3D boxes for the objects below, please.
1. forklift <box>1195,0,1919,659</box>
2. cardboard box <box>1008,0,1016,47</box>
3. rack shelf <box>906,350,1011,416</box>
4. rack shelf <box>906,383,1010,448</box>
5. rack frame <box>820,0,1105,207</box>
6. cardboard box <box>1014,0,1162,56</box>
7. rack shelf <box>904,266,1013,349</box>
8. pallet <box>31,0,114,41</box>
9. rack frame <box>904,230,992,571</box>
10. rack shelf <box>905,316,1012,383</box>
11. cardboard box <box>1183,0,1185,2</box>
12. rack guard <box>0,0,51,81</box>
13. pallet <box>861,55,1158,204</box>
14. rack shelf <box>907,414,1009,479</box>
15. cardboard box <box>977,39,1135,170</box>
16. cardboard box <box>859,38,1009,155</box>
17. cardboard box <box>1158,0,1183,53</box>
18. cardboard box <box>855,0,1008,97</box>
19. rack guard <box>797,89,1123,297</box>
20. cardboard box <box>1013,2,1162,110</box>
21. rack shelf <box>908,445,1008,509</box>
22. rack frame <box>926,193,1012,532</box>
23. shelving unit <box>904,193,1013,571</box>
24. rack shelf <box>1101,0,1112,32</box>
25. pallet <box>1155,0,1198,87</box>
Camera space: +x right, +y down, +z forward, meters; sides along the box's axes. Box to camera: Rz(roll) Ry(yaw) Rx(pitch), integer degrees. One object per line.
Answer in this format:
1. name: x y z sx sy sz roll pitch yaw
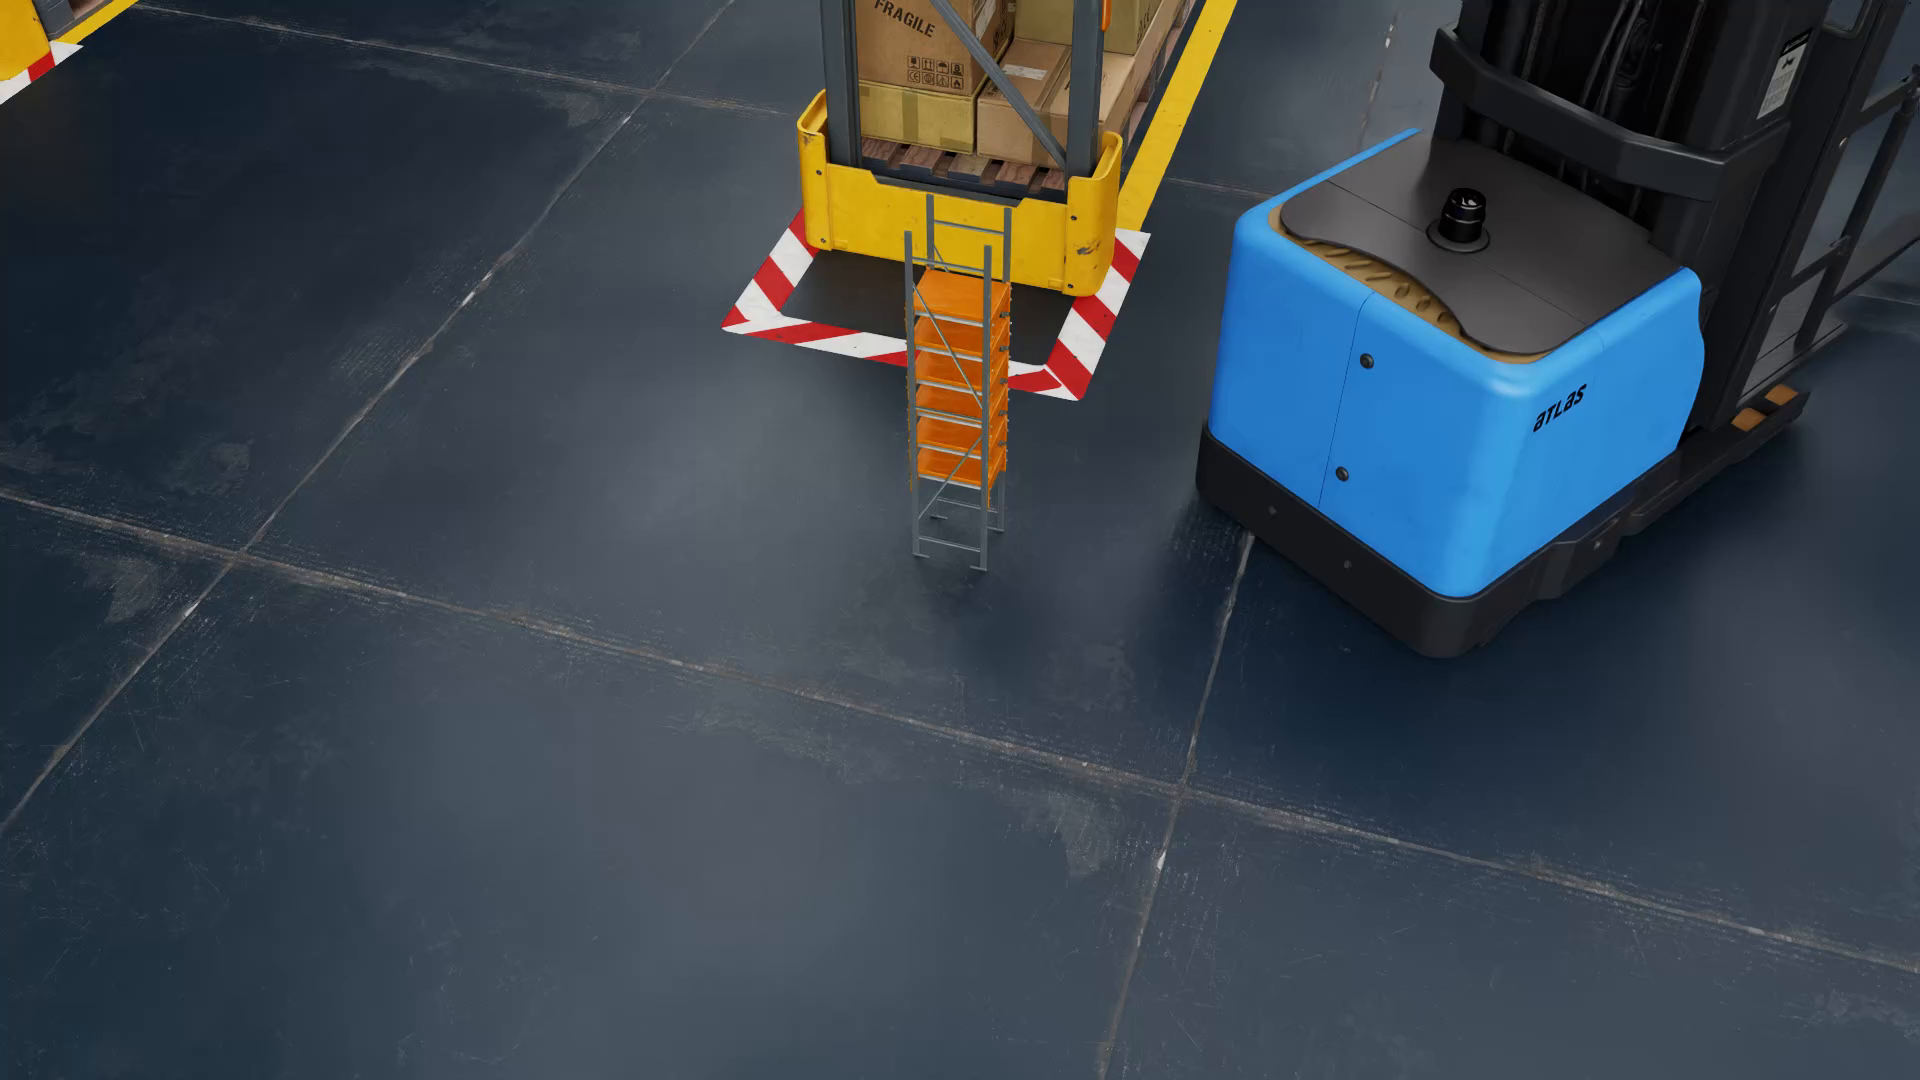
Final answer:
1. forklift: 2.214 -1.578 4.767 3.031 2.935 1.130 -30 52 -27
2. cardboard box: 0.023 -2.141 6.959 0.500 0.250 0.500 13 46 13
3. rack shelf: -0.004 -0.473 4.768 0.258 0.103 0.180 13 46 12
4. rack shelf: -0.004 -0.387 4.852 0.258 0.103 0.180 13 46 12
5. rack frame: 0.002 -2.217 5.371 1.000 3.000 0.127 13 46 13
6. cardboard box: 0.526 -2.297 6.582 0.500 0.500 0.500 13 46 13
7. rack shelf: -0.004 -0.645 4.600 0.258 0.103 0.180 13 46 12
8. pallet: -4.417 -2.852 8.014 1.003 0.211 1.213 13 46 13
9. rack frame: -0.032 -0.358 4.758 0.240 1.200 0.006 13 46 13
10. rack shelf: -0.004 -0.559 4.684 0.258 0.103 0.180 13 46 12
11. cardboard box: 0.833 -2.695 7.525 0.500 0.250 0.500 13 46 13
12. rack guard: -4.697 -2.421 7.367 1.175 0.500 0.348 13 46 13
13. pallet: 0.194 -1.739 6.877 1.003 0.211 1.213 13 46 13
14. rack shelf: -0.004 -0.302 4.936 0.258 0.103 0.180 13 46 12
15. cardboard box: 0.377 -1.695 6.503 0.500 0.250 0.500 13 46 13
16. cardboard box: -0.117 -1.805 6.615 0.500 0.250 0.500 13 46 13
17. cardboard box: 0.676 -2.362 7.185 0.500 0.250 0.500 13 46 13
18. cardboard box: -0.119 -2.073 6.354 0.500 0.500 0.500 13 46 13
19. rack guard: -0.005 -1.308 6.229 1.175 0.500 0.348 13 46 13
20. cardboard box: 0.525 -2.029 6.845 0.500 0.250 0.500 13 46 13
21. rack shelf: -0.004 -0.216 5.019 0.258 0.103 0.180 13 46 12
22. rack frame: 0.023 -0.480 4.883 0.240 1.200 0.006 13 46 13
23. shelving unit: -0.004 -0.419 4.820 0.258 1.200 0.189 13 46 13
24. rack shelf: 0.608 -3.293 6.985 1.077 0.370 4.000 13 46 13
25. pallet: 0.565 -2.550 7.705 1.003 0.211 1.213 13 46 13
